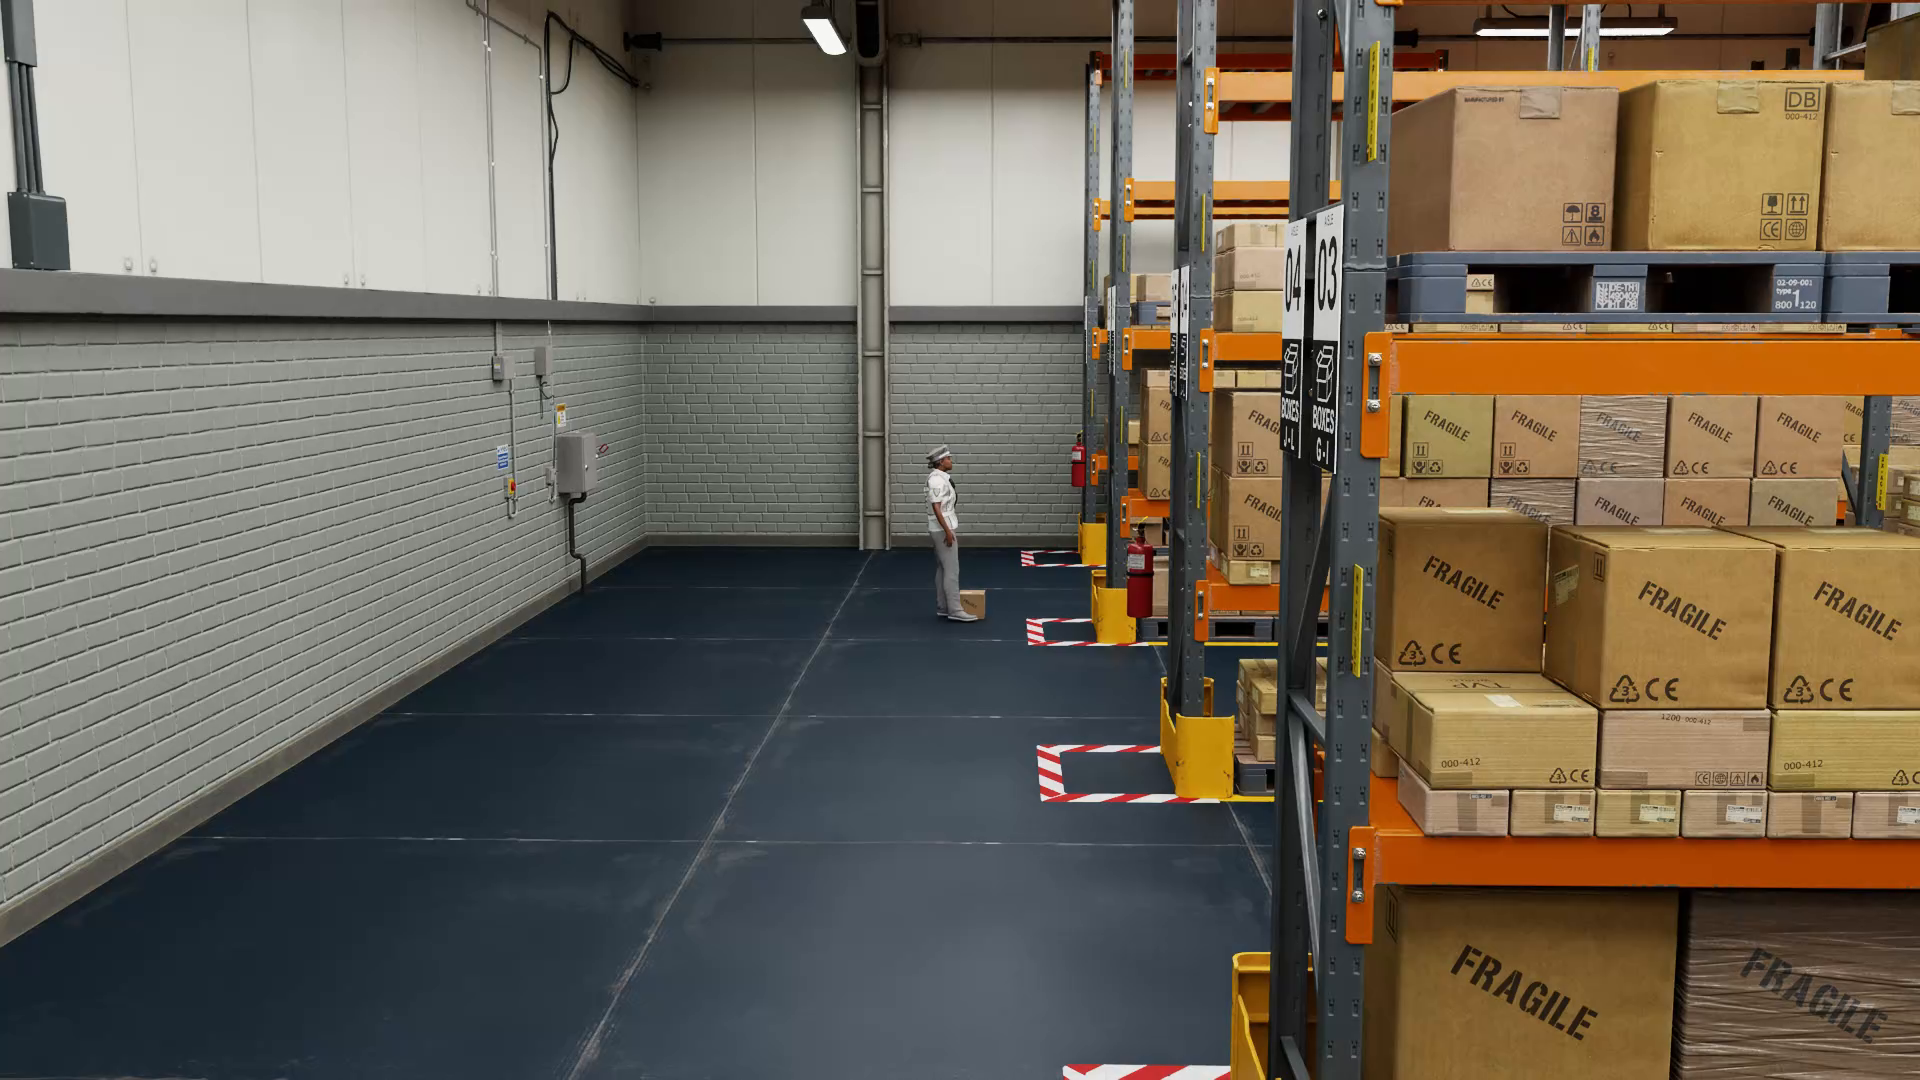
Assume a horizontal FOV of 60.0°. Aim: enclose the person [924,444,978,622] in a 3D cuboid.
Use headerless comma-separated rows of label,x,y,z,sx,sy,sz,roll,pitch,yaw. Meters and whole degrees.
person,-0.087,-0.084,16.233,0.529,1.693,0.570,0,7,1
